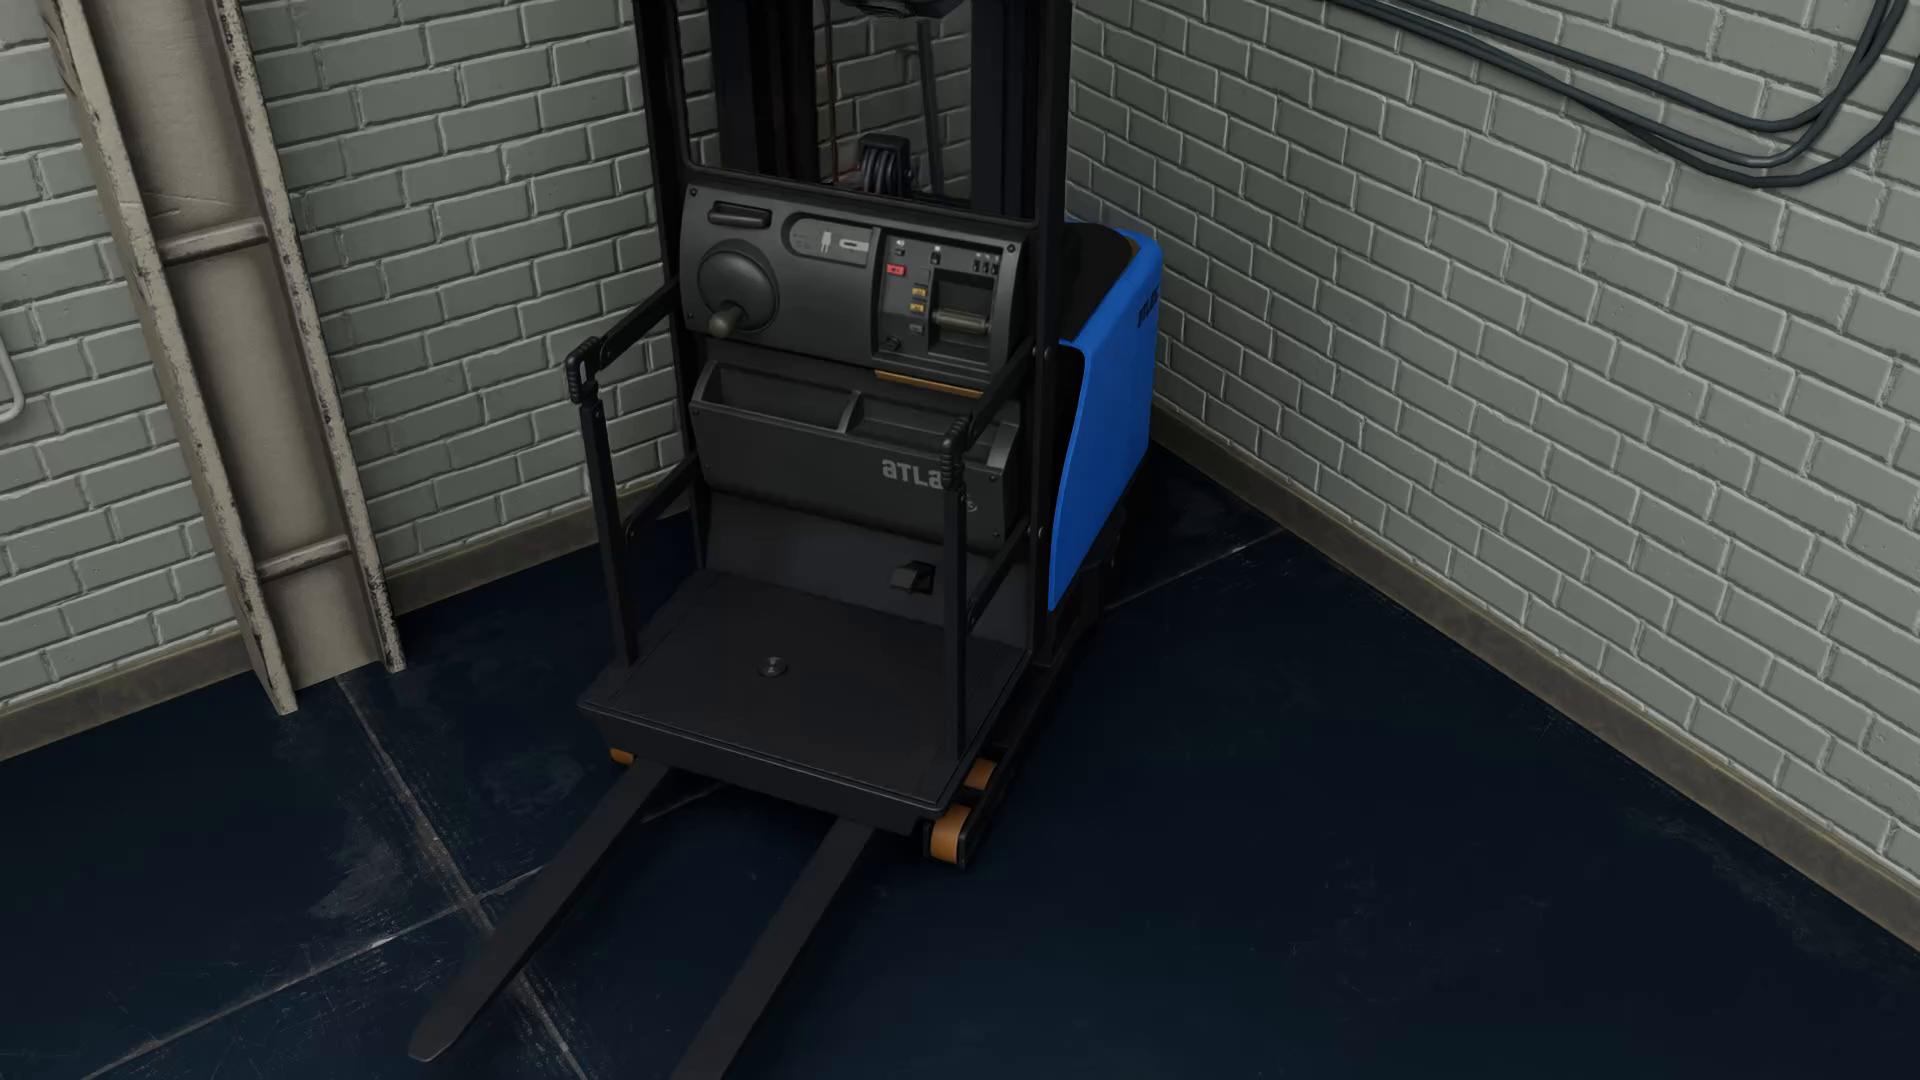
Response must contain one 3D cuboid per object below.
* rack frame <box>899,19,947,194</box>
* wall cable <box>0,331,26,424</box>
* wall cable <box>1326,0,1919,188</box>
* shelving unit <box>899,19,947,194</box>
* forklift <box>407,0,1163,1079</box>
[{"bbox_3d":[-0.162,-1.049,5.805,0.032,1.500,0.500,-17,26,-25],"label":"rack frame"},{"bbox_3d":[-3.182,-0.800,3.424,1.851,1.984,0.084,-22,41,-28],"label":"wall cable"},{"bbox_3d":[1.145,-2.413,4.057,0.112,2.526,3.097,-22,41,-28],"label":"wall cable"},{"bbox_3d":[0.277,-1.185,6.021,1.048,1.500,0.538,-17,26,-25],"label":"shelving unit"},{"bbox_3d":[-0.370,-0.592,4.063,1.130,2.935,3.031,13,38,18],"label":"forklift"}]
